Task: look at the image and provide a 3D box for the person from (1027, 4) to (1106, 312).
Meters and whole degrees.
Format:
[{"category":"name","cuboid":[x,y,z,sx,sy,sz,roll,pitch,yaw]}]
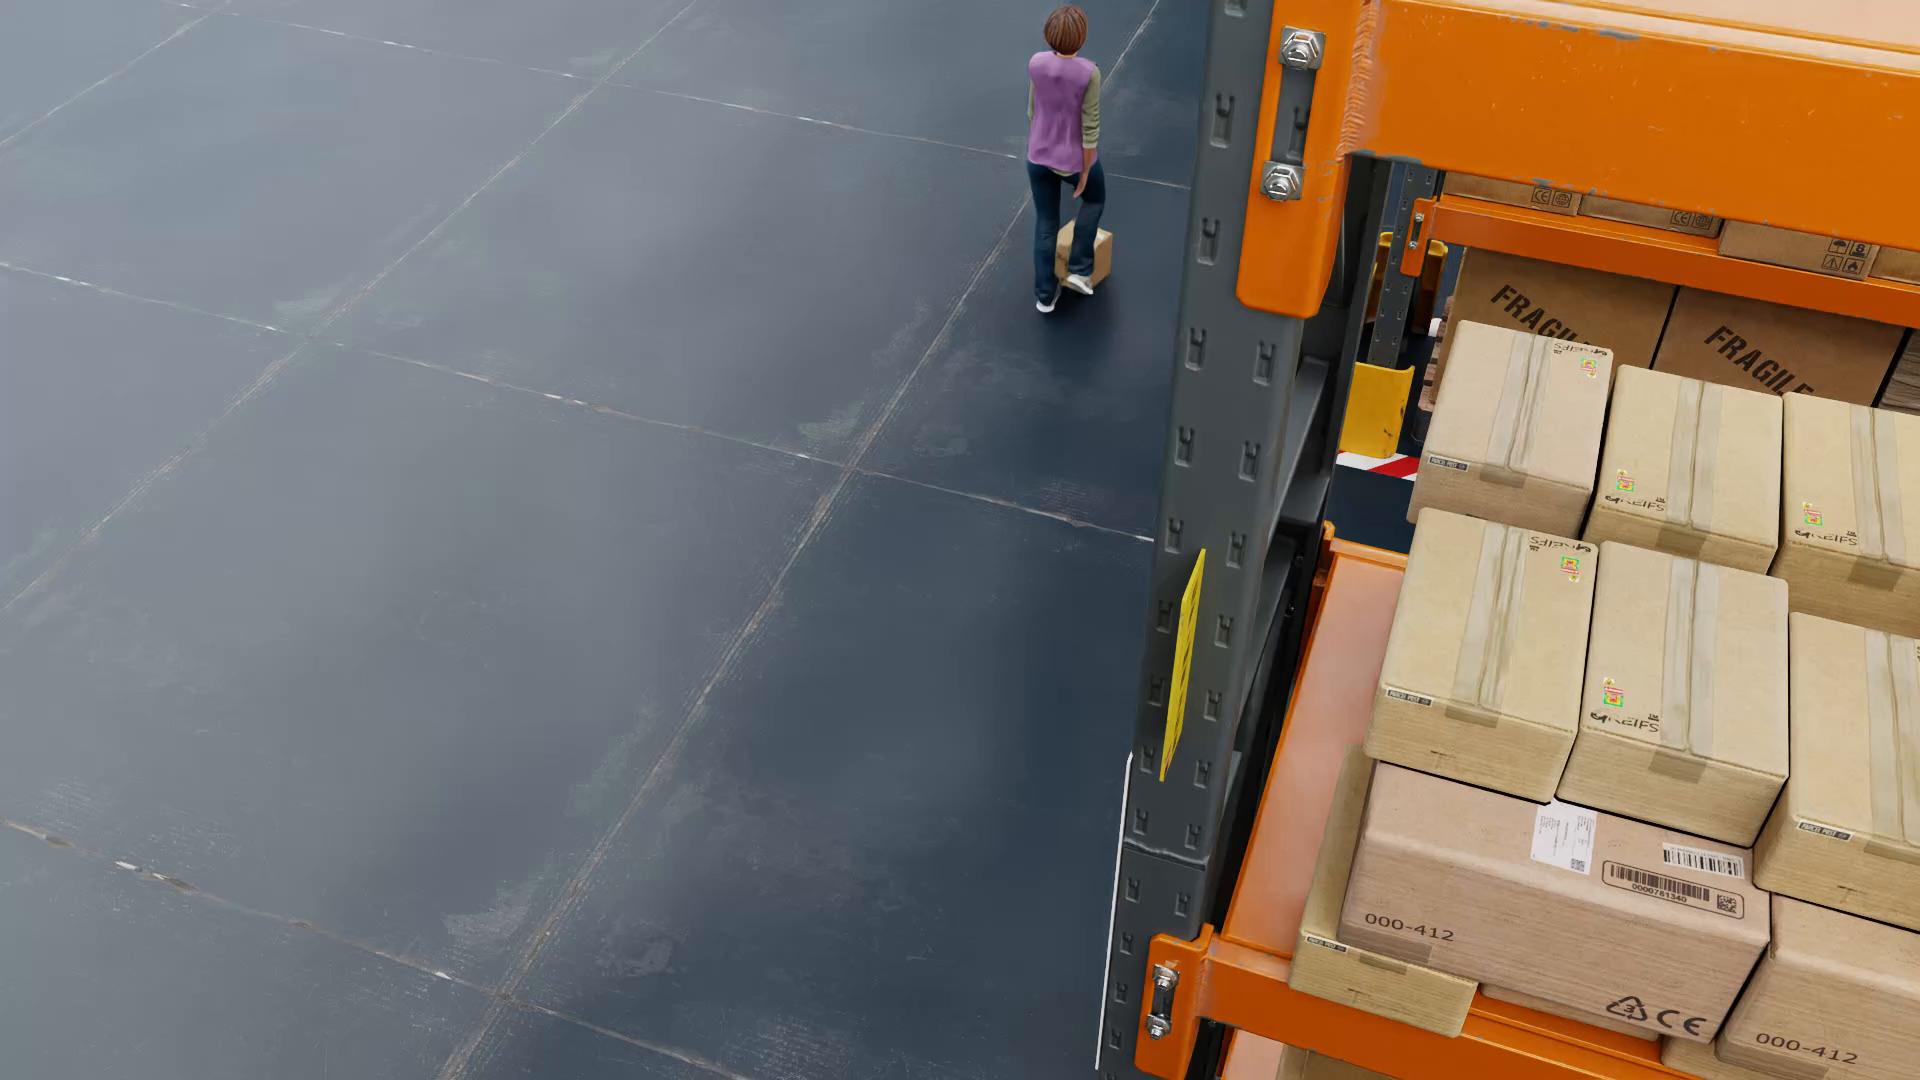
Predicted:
[{"category":"person","cuboid":[0.506,-1.865,8.230,0.406,1.633,0.485,15,44,16]}]
